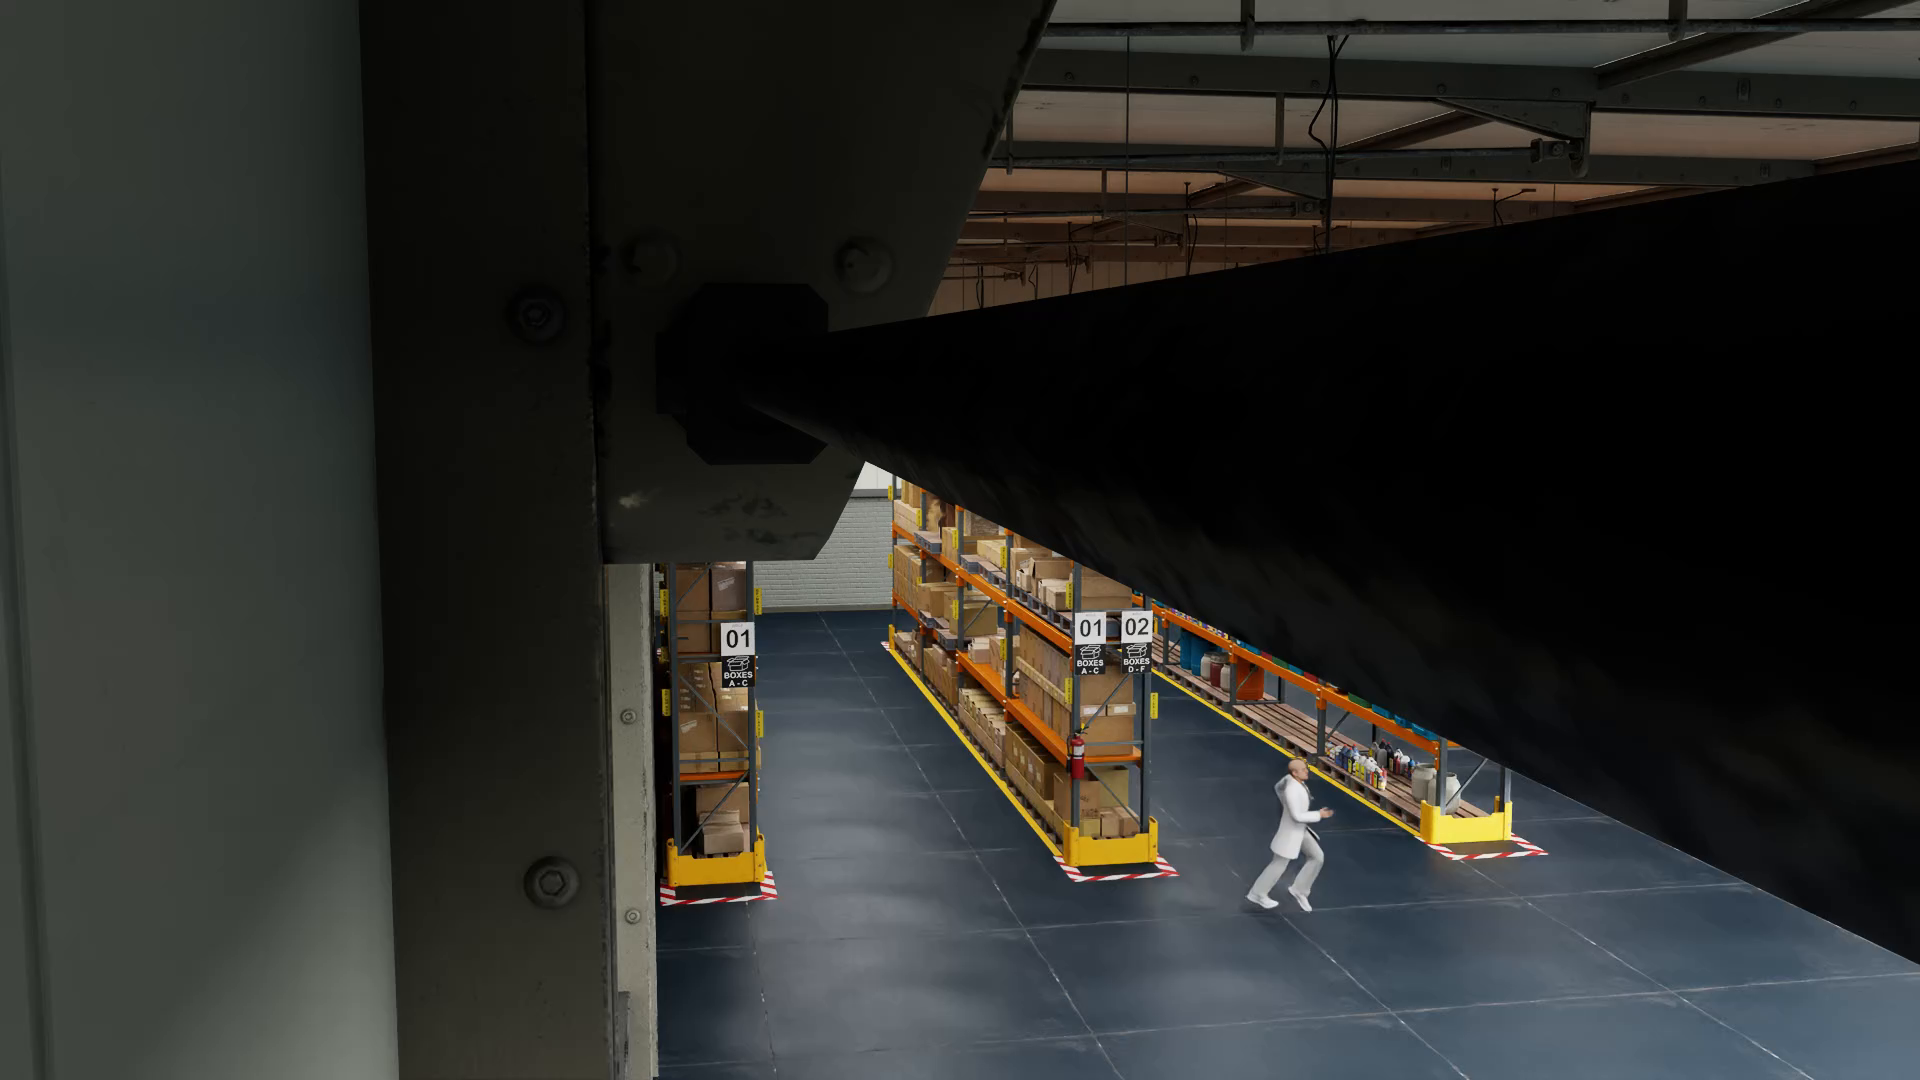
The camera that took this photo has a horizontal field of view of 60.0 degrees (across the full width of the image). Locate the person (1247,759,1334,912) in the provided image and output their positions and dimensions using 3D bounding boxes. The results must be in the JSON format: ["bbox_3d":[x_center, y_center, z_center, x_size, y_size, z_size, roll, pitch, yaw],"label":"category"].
[{"bbox_3d":[3.812,3.391,19.102,0.959,1.806,0.727,3,7,22],"label":"person"}]
